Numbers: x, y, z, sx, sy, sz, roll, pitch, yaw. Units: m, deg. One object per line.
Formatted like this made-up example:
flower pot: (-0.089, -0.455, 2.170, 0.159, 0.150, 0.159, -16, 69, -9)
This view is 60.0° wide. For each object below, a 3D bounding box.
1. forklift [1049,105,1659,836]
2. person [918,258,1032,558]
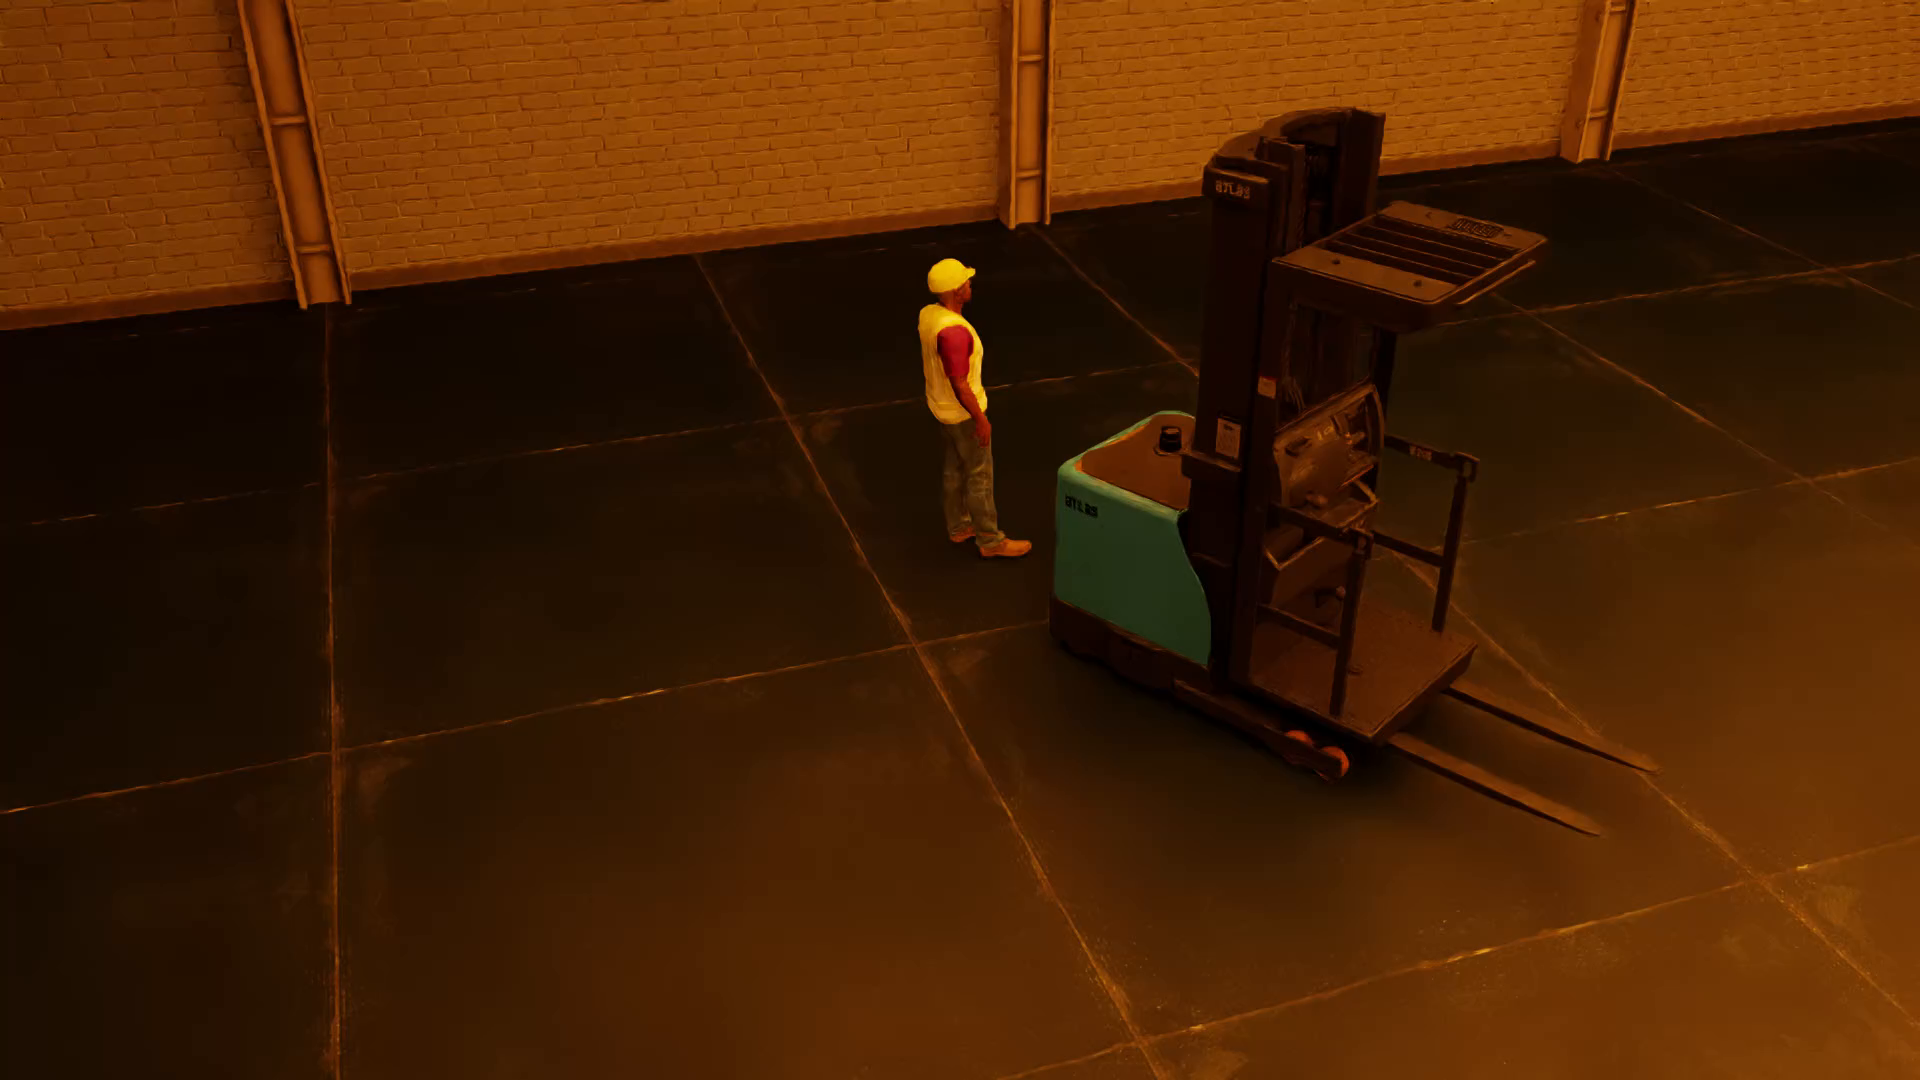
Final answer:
forklift: (1.914, -0.406, 7.793, 3.031, 2.935, 1.130, 24, 38, 36)
person: (0.068, -0.780, 9.597, 0.576, 1.766, 0.665, -10, 31, -16)
